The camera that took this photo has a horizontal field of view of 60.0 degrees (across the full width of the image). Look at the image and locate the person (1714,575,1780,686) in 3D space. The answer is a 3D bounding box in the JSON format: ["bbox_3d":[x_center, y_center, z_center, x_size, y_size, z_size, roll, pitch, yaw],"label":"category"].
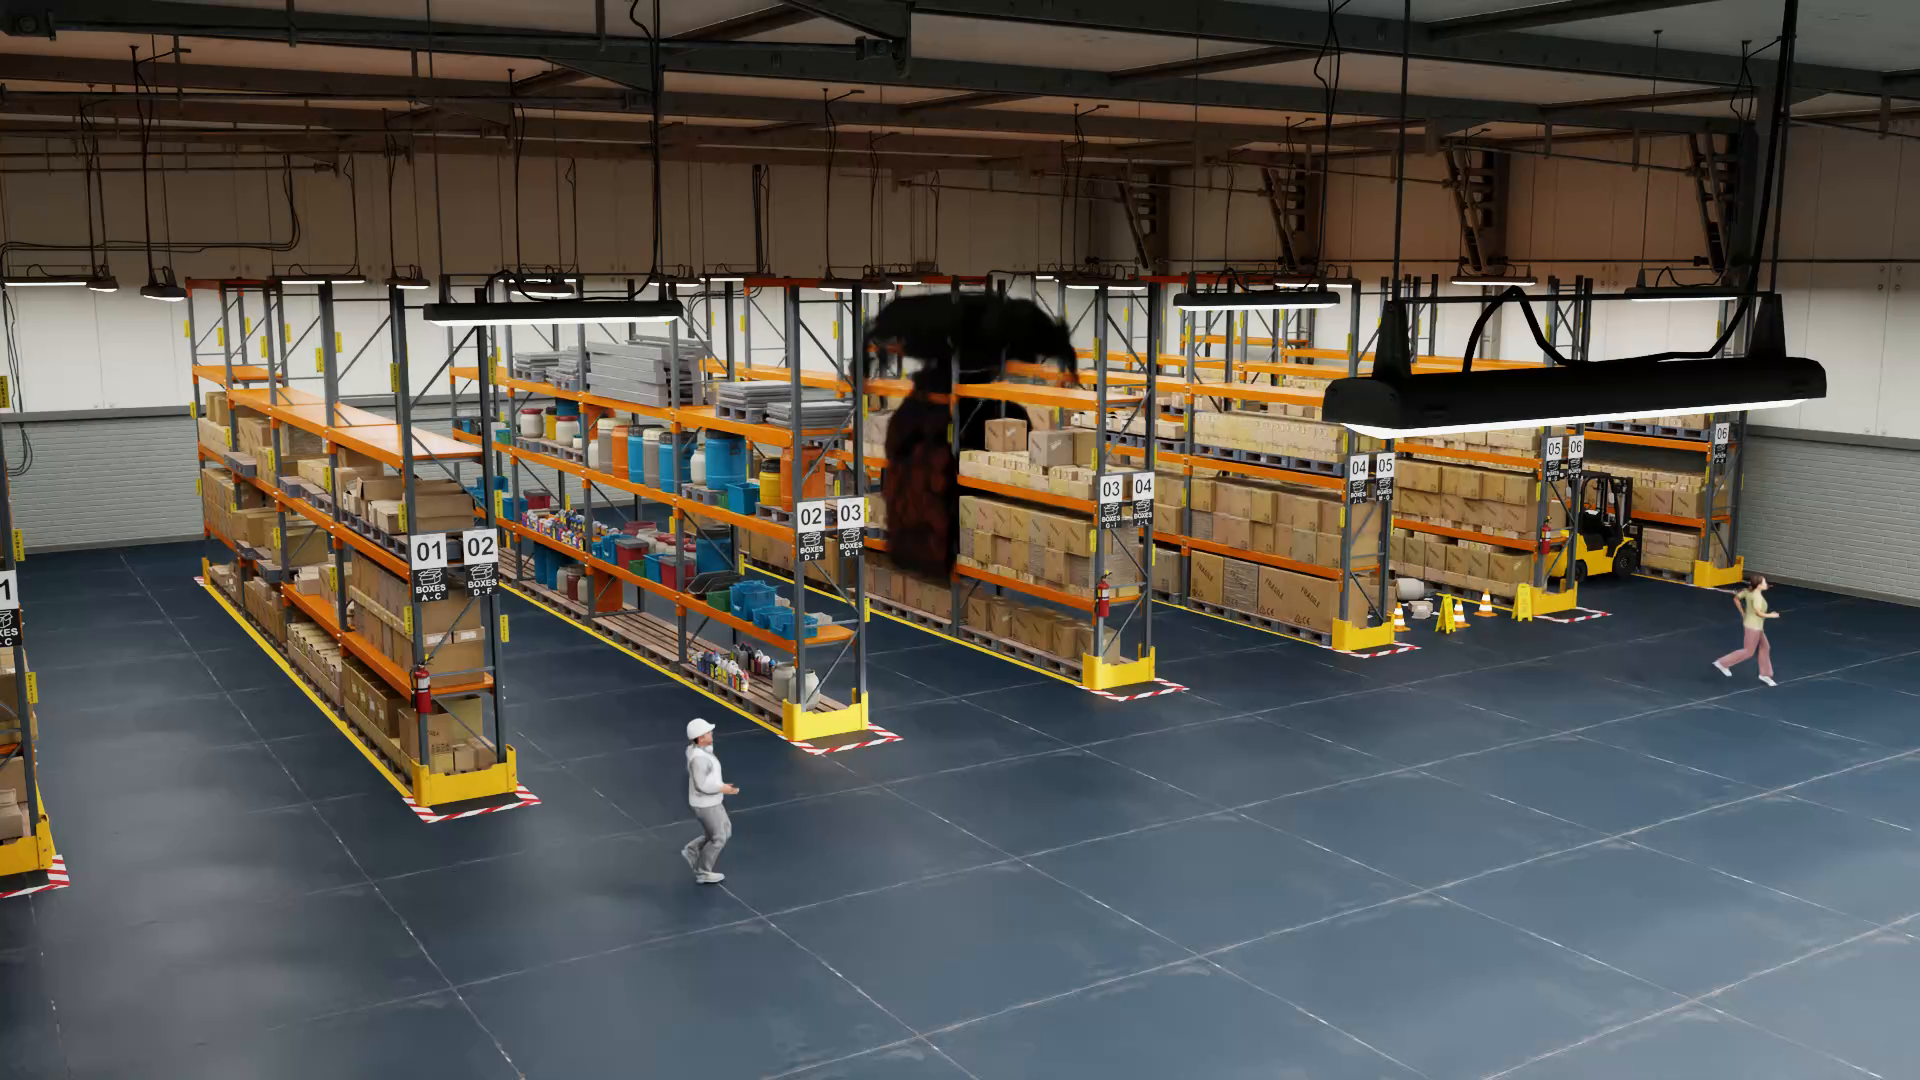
[{"bbox_3d":[11.882,1.360,25.021,0.922,1.710,0.608,2,10,11],"label":"person"}]

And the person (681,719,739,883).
[{"bbox_3d":[-2.566,2.658,17.004,0.597,1.724,0.654,-2,10,-10],"label":"person"}]
